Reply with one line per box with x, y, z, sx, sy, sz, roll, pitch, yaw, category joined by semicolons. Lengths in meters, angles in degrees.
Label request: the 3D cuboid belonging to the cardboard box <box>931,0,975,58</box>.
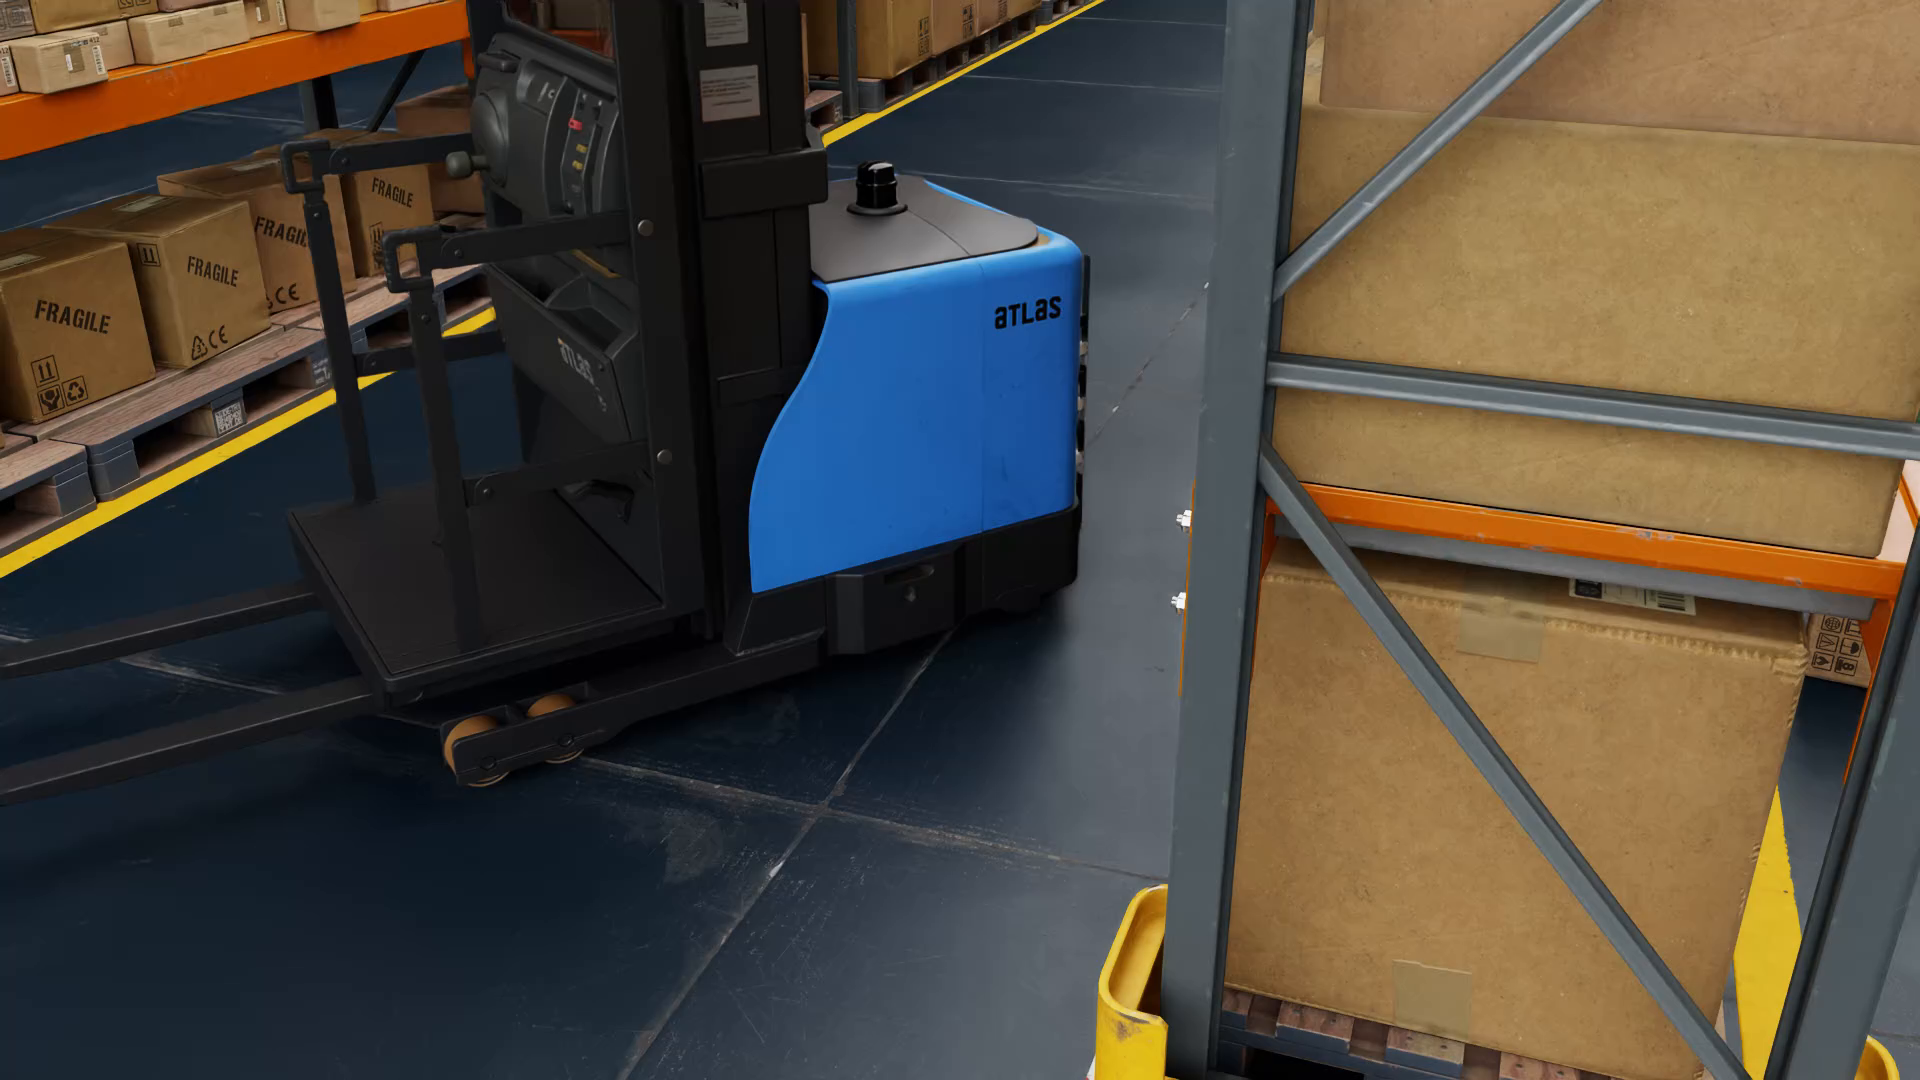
-0.610;-4.095;12.221;1.225;0.875;0.875;9;27;18;cardboard box

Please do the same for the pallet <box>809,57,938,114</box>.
-0.830;-3.274;11.770;1.003;0.211;1.213;9;27;17;pallet

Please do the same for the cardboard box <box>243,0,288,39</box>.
-2.706;-1.931;6.084;0.380;0.149;0.250;9;27;17;cardboard box

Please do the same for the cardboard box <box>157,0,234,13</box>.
-2.973;-2.155;5.803;0.875;0.500;0.500;9;27;17;cardboard box

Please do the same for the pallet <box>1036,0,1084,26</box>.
0.495;-4.906;15.141;1.003;0.211;1.213;9;27;17;pallet

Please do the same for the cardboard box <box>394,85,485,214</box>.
-2.270;-1.895;8.085;0.700;0.500;0.500;7;27;13;cardboard box

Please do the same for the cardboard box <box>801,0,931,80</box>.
-0.914;-3.730;11.467;1.225;0.875;0.875;7;27;15;cardboard box

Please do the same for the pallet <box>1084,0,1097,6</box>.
0.899;-5.409;16.180;1.003;0.211;1.213;9;27;17;pallet

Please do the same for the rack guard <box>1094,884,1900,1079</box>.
0.810;0.967;2.679;1.175;0.500;0.348;9;27;17;rack guard

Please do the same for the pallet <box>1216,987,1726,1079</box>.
1.011;0.747;3.465;1.003;0.211;1.213;9;27;17;pallet

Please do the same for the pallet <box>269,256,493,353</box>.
-2.684;-1.036;7.148;1.003;0.211;1.213;9;27;17;pallet

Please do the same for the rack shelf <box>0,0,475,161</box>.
-3.160;-1.427;5.580;1.077;0.370;4.000;9;27;17;rack shelf

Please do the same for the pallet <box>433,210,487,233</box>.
-2.236;-1.638;8.390;1.003;0.211;1.213;9;27;17;pallet

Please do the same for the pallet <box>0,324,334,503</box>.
-3.089;-0.533;6.109;1.003;0.211;1.213;9;27;17;pallet

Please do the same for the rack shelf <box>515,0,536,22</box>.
-1.829;-3.071;8.975;1.077;0.370;4.000;9;27;17;rack shelf

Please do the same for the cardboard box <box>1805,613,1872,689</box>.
2.601;0.099;4.469;0.500;0.500;0.500;14;29;26;cardboard box

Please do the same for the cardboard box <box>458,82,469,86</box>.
-2.093;-2.088;8.484;0.700;0.500;0.500;9;27;17;cardboard box

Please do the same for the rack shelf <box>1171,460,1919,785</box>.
1.484;-0.666;4.009;1.077;0.370;4.000;9;27;17;rack shelf

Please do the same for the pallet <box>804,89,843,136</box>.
-1.424;-2.640;10.461;1.003;0.211;1.213;9;27;17;pallet

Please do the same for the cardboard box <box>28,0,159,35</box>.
-3.179;-1.956;5.391;0.875;0.500;0.500;9;27;17;cardboard box

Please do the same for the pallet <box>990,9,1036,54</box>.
-0.018;-4.277;13.841;1.003;0.211;1.213;9;27;17;pallet

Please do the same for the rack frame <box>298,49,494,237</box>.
-2.494;-2.573;7.121;1.000;3.000;0.127;9;27;17;rack frame

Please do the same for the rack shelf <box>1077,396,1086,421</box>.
0.228;-0.414;5.148;0.200;0.077;0.258;-22;33;-38;rack shelf

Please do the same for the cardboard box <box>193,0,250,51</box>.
-2.751;-1.822;5.859;0.380;0.149;0.250;9;27;17;cardboard box

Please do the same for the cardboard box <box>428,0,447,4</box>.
-2.288;-2.328;6.905;0.380;0.149;0.250;9;27;17;cardboard box

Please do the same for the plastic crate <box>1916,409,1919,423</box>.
3.327;-0.311;5.610;0.662;0.188;0.450;-20;23;-36;plastic crate

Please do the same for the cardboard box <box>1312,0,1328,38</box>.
1.074;-1.108;2.685;0.875;0.550;0.550;9;27;17;cardboard box

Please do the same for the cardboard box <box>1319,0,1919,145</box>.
0.978;-0.868;2.190;0.875;0.550;0.550;9;27;17;cardboard box

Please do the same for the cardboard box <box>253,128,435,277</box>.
-2.665;-1.478;7.247;0.500;0.500;0.500;8;27;16;cardboard box

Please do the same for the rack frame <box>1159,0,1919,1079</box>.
0.815;-0.168;2.156;0.949;2.616;0.053;9;27;17;rack frame

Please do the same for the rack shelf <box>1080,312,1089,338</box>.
0.228;-0.657;5.031;0.200;0.077;0.258;-22;33;-38;rack shelf

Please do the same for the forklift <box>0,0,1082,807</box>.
-1.180;-0.987;3.924;3.031;2.935;1.130;-15;30;-28;forklift

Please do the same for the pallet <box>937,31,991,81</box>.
-0.422;-3.774;12.802;1.003;0.211;1.213;9;27;17;pallet

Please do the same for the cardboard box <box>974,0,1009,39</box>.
-0.323;-4.460;12.975;1.225;0.875;0.875;8;27;16;cardboard box

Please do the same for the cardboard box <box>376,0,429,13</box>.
-2.381;-2.227;6.696;0.380;0.149;0.250;9;27;17;cardboard box

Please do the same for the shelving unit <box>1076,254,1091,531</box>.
0.228;-0.444;5.134;0.210;0.900;0.258;-22;33;-38;shelving unit

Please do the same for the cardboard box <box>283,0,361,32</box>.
-2.499;-2.014;6.256;0.380;0.149;0.250;9;27;17;cardboard box

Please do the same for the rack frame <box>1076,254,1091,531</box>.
0.303;-0.474;5.196;0.006;0.900;0.240;-22;33;-38;rack frame

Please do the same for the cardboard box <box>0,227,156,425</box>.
-3.209;-0.752;5.748;0.500;0.500;0.500;11;28;22;cardboard box

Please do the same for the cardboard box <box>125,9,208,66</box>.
-2.801;-1.714;5.637;0.380;0.149;0.250;9;27;17;cardboard box

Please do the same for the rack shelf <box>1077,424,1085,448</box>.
0.228;-0.333;5.188;0.200;0.077;0.258;-22;33;-38;rack shelf

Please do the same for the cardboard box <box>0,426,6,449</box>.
-3.435;-0.498;5.222;0.500;0.500;0.500;17;30;31;cardboard box

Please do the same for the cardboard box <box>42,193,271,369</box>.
-2.981;-0.975;6.208;0.500;0.500;0.500;6;27;13;cardboard box

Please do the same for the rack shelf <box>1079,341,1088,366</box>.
0.228;-0.576;5.070;0.200;0.077;0.258;-22;33;-38;rack shelf

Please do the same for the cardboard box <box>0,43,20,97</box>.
-3.096;-1.413;5.014;0.380;0.149;0.250;9;27;17;cardboard box

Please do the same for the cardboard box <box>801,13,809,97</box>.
-1.367;-3.011;10.390;0.700;0.500;0.500;7;27;15;cardboard box

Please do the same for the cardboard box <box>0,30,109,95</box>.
-2.915;-1.501;5.195;0.380;0.149;0.250;9;27;17;cardboard box

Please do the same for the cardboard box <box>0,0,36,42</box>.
-3.356;-1.752;4.970;0.875;0.500;0.500;9;27;17;cardboard box

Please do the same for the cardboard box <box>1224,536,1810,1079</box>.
0.982;0.311;3.122;0.875;0.875;0.875;9;27;18;cardboard box

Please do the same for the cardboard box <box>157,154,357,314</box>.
-2.848;-1.241;6.758;0.500;0.500;0.500;19;32;34;cardboard box

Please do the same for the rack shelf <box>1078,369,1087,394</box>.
0.228;-0.495;5.109;0.200;0.077;0.258;-22;33;-38;rack shelf

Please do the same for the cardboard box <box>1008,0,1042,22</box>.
-0.026;-4.827;13.733;1.225;0.875;0.875;9;27;18;cardboard box

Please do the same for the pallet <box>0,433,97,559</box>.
-3.496;-0.034;5.077;1.003;0.211;1.213;9;27;17;pallet

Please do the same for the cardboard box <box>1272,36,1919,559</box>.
0.899;-0.394;2.451;0.875;0.550;0.550;9;27;17;cardboard box

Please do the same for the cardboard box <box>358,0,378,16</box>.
-2.520;-2.133;6.502;0.380;0.149;0.250;9;27;17;cardboard box

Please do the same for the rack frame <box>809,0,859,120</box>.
-1.163;-4.216;10.516;1.000;3.000;0.127;9;27;17;rack frame

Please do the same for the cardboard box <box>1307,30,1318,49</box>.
1.062;-0.624;2.924;0.875;0.550;0.550;9;27;17;cardboard box

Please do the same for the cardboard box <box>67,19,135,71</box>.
-2.957;-1.623;5.447;0.380;0.149;0.250;9;27;17;cardboard box

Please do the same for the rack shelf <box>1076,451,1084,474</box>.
0.228;-0.252;5.227;0.200;0.077;0.258;-22;33;-38;rack shelf
